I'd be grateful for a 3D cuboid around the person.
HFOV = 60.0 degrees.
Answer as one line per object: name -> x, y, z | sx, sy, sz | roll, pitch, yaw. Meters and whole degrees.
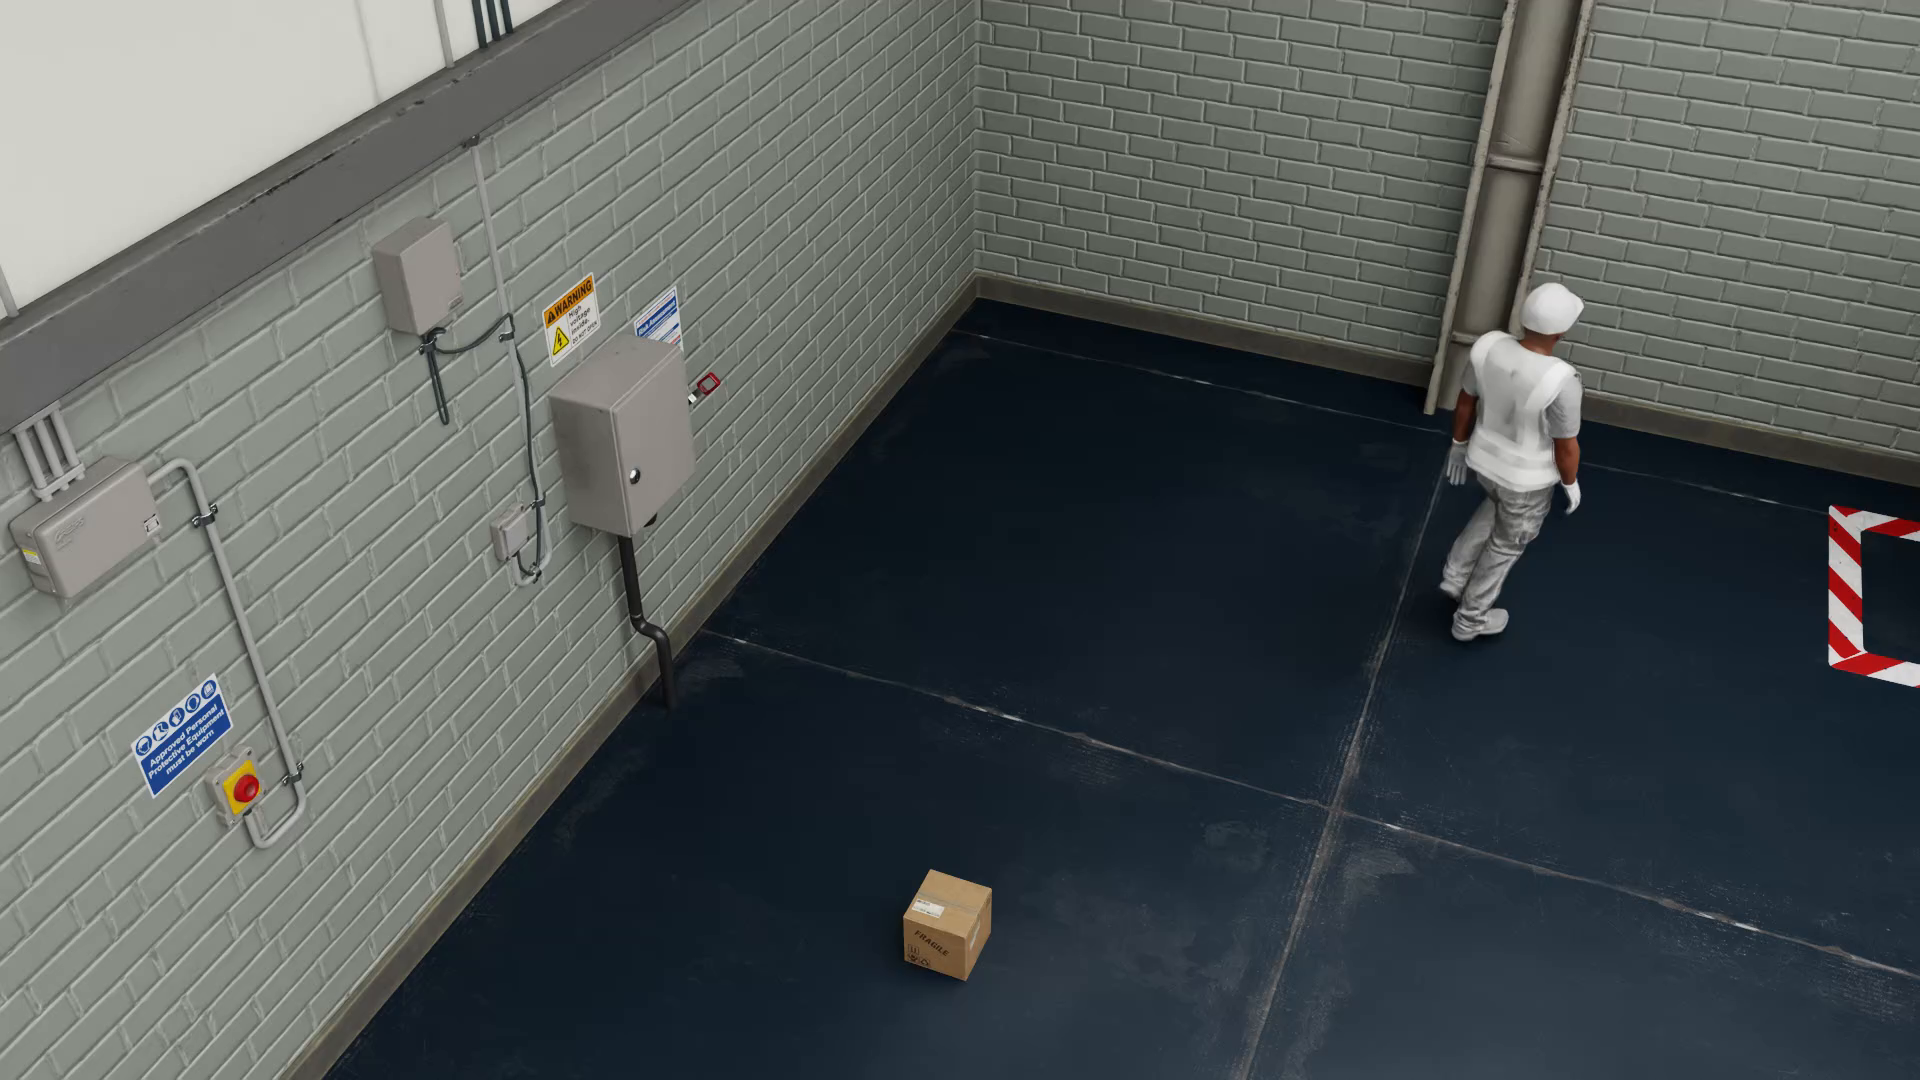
person -> 2.433, -0.327, 7.208 | 0.464, 1.803, 0.560 | -20, 42, -25
